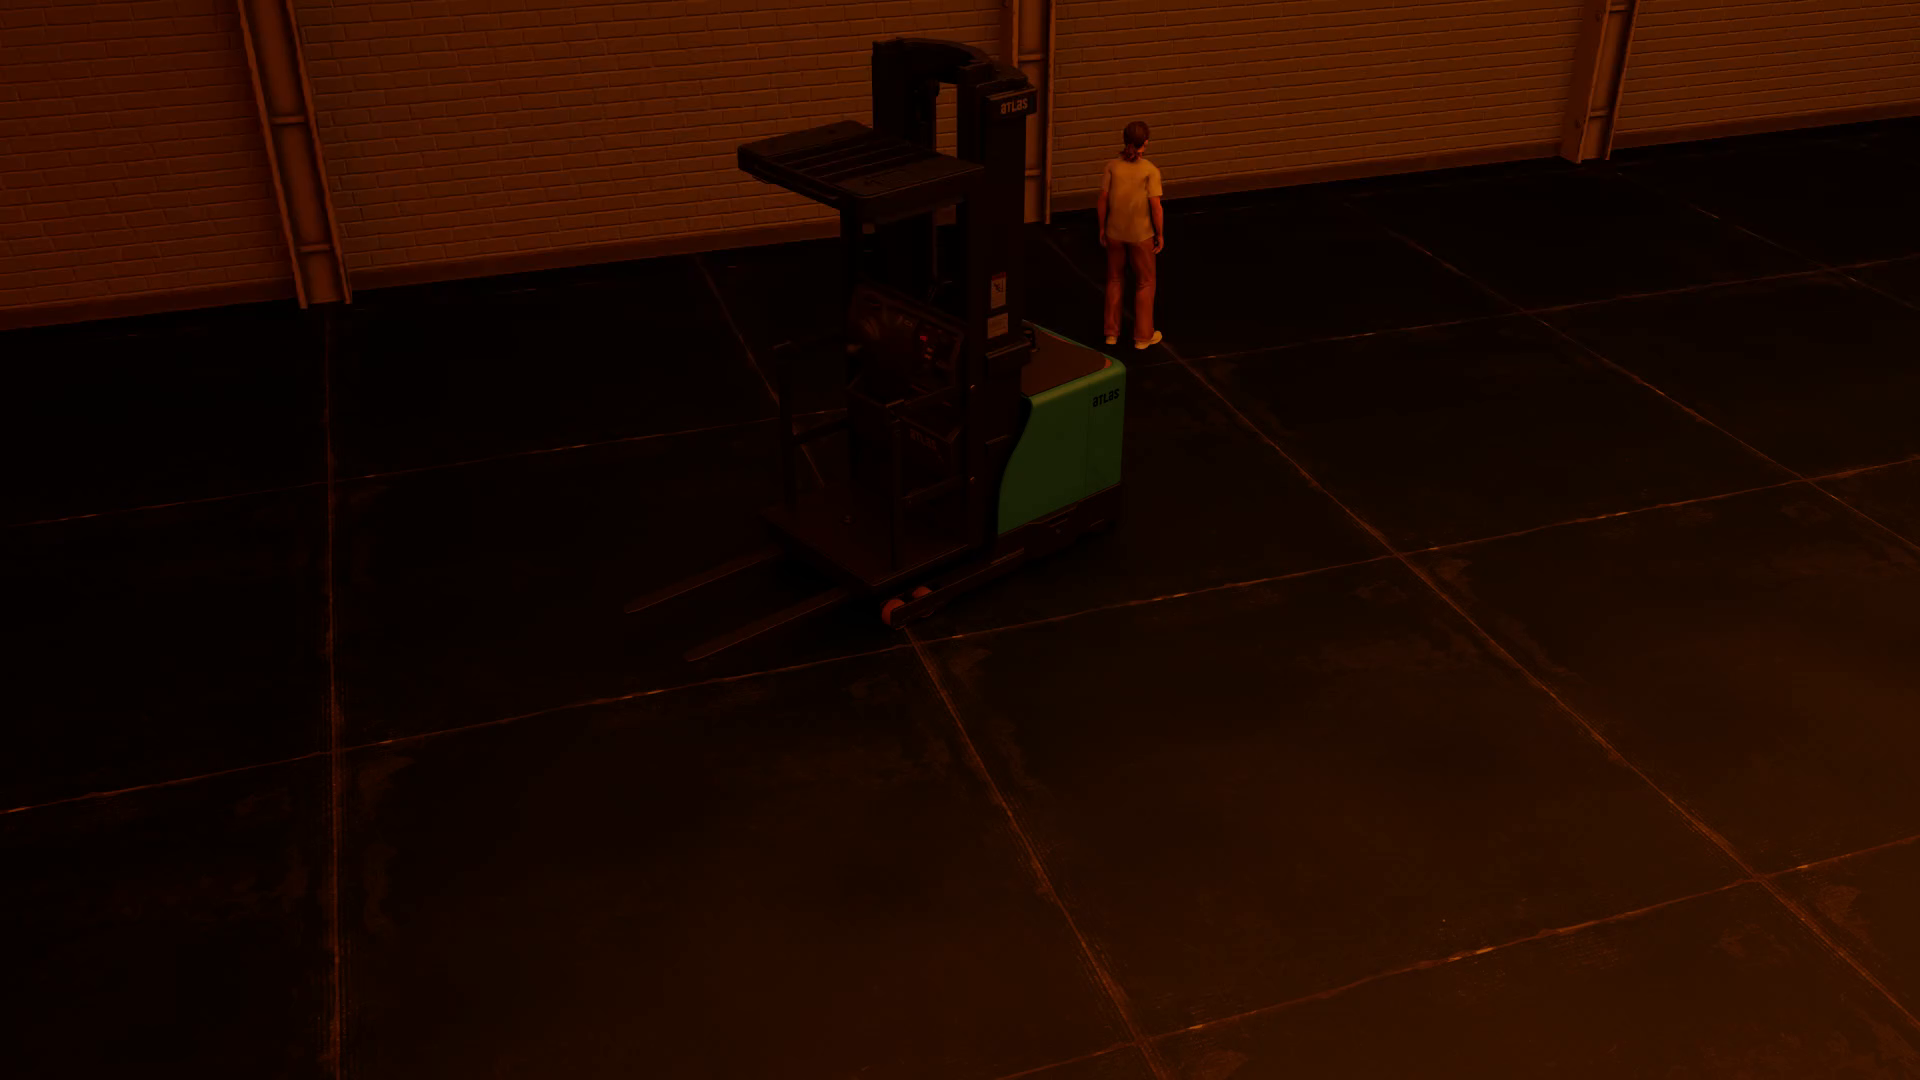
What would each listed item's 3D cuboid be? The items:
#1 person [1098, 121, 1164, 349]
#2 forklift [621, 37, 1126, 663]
[{"bbox_3d":[1.258,-2.237,12.237,0.499,1.673,0.355,13,32,21],"label":"person"},{"bbox_3d":[-0.461,-1.072,8.951,3.031,2.935,1.130,-23,37,-34],"label":"forklift"}]
